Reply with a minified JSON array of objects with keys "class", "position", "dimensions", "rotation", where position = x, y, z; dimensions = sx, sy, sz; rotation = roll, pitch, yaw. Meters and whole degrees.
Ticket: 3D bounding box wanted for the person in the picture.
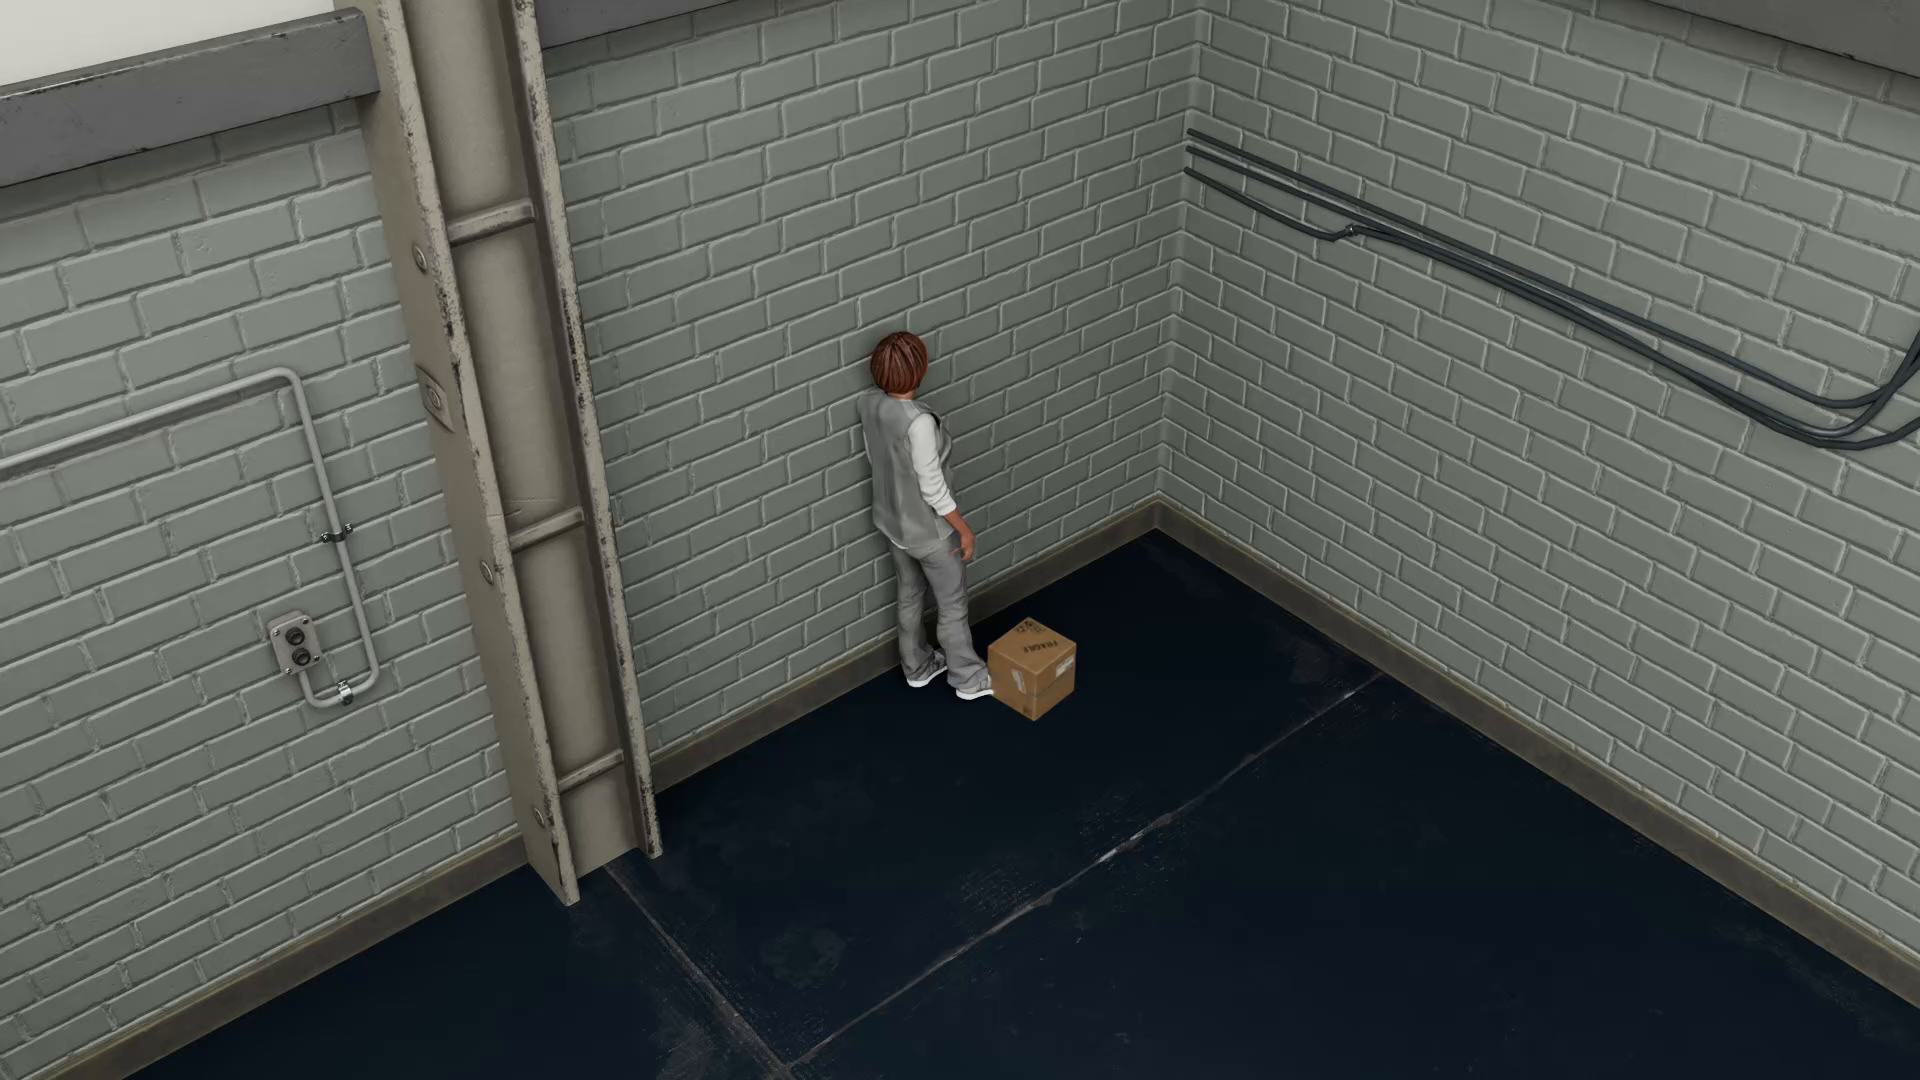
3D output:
[{"class":"person","position":[-0.097,-0.090,6.269],"dimensions":[0.475,1.590,0.520],"rotation":[-27,44,-31]}]
